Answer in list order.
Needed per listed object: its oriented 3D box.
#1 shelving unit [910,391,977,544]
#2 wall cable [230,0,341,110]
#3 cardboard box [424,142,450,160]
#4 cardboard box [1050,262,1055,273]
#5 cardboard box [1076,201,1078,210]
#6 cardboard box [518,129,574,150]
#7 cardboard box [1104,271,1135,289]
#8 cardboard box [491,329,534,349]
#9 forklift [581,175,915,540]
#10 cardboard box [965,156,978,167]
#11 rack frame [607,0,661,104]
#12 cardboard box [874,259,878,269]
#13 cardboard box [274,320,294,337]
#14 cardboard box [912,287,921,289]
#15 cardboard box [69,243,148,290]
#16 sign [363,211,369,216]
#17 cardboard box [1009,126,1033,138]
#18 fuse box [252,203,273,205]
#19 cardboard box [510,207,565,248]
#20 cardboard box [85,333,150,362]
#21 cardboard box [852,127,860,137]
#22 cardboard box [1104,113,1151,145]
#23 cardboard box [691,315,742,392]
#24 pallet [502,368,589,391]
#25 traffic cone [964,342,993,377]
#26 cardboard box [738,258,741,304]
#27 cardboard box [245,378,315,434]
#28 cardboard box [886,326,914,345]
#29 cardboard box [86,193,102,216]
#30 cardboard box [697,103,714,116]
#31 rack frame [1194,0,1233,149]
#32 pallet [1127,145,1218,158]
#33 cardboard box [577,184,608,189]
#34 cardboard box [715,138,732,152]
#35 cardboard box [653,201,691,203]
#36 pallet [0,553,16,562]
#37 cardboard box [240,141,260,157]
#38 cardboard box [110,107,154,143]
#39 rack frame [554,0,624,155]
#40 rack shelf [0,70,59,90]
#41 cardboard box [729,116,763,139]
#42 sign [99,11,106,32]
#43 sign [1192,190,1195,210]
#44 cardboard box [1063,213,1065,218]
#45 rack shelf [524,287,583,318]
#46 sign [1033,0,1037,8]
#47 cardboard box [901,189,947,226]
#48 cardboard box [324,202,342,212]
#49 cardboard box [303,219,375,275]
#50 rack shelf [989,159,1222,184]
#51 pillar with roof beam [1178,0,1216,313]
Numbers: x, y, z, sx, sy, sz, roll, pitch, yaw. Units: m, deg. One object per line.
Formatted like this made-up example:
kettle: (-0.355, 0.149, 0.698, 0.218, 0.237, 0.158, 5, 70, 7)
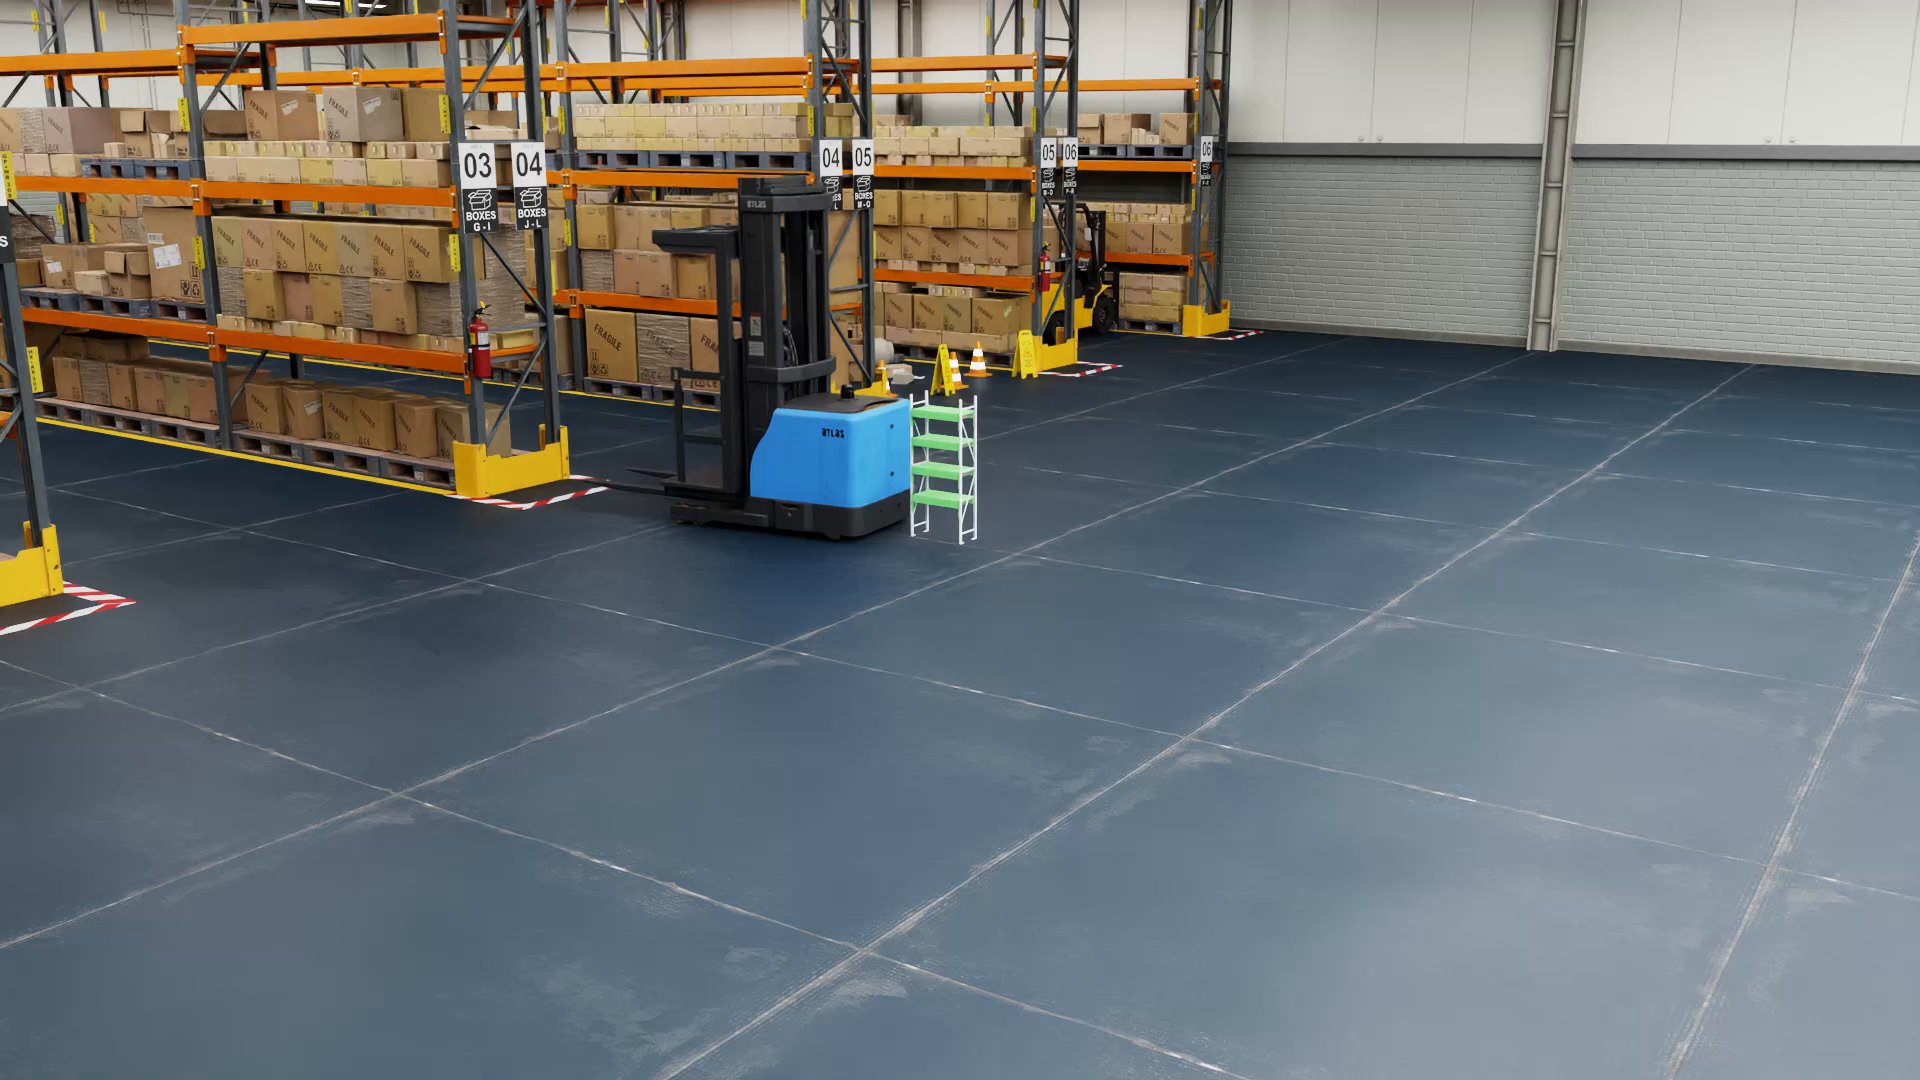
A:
shelving unit: (-0.137, -0.605, 13.769, 0.503, 1.200, 0.258, 9, 17, 33)
wall cable: (-14.817, -10.424, 37.128, 0.133, 3.039, 2.988, 9, 17, 33)
cardboard box: (-4.607, -3.517, 15.029, 0.250, 0.149, 0.380, 9, 17, 33)
cardboard box: (1.162, -3.906, 23.884, 0.250, 0.149, 0.380, 9, 17, 33)
cardboard box: (1.989, -5.717, 28.498, 0.250, 0.149, 0.380, 9, 17, 33)
cardboard box: (-5.345, -5.176, 21.477, 0.500, 0.250, 0.500, 9, 17, 33)
cardboard box: (2.688, -4.419, 28.198, 0.500, 0.250, 0.500, 9, 17, 34)
cardboard box: (-4.306, -1.929, 15.897, 0.250, 0.149, 0.380, 9, 17, 33)
forklift: (-1.938, -1.649, 14.387, 3.031, 2.935, 1.130, 7, 16, 26)
cardboard box: (0.277, -5.384, 23.611, 0.250, 0.149, 0.380, 9, 17, 33)
rack frame: (-5.310, -7.926, 27.116, 0.127, 3.000, 1.000, 9, 17, 33)
cardboard box: (-1.246, -4.157, 24.894, 0.250, 0.149, 0.380, 10, 17, 35)
cardboard box: (-6.690, -2.154, 16.804, 0.250, 0.149, 0.380, 9, 17, 33)
cardboard box: (-0.927, -3.617, 25.481, 0.500, 0.500, 0.500, 10, 17, 34)
cardboard box: (-9.851, -3.171, 19.310, 0.500, 0.500, 0.700, 12, 19, 41)
sign: (-8.283, -4.428, 23.223, 0.005, 0.325, 0.100, 9, 17, 33)
cardboard box: (0.883, -5.649, 23.022, 0.250, 0.149, 0.380, 9, 17, 33)
fuse box: (-15.346, -6.613, 36.975, 0.414, 1.711, 0.539, 9, 17, 33)
cardboard box: (-5.512, -4.145, 22.037, 0.500, 0.500, 0.700, 9, 16, 32)
cardboard box: (-9.822, -2.250, 19.394, 0.500, 0.250, 0.500, 12, 18, 39)
cardboard box: (-1.465, -6.025, 24.542, 0.250, 0.149, 0.380, 9, 16, 31)
cardboard box: (2.798, -6.857, 27.747, 0.500, 0.500, 0.700, 9, 17, 33)
cardboard box: (-2.681, -2.309, 20.455, 0.875, 0.875, 0.875, 9, 16, 32)
pallet: (-5.352, -2.212, 22.320, 1.213, 0.211, 1.003, 9, 17, 33)
traffic cone: (0.252, -2.510, 23.002, 0.334, 0.463, 0.336, 9, 17, 33)
cardboard box: (-2.152, -3.124, 19.888, 0.550, 0.550, 0.875, 9, 17, 33)
cardboard box: (-7.212, -1.431, 17.689, 0.500, 0.500, 0.500, 9, 16, 31)
cardboard box: (-0.761, -3.074, 24.847, 0.500, 0.250, 0.500, 9, 16, 32)
cardboard box: (-13.980, -5.585, 27.236, 0.500, 0.500, 0.500, 10, 17, 34)
cardboard box: (-2.874, -5.063, 19.571, 0.250, 0.149, 0.380, 9, 16, 32)
rack frame: (4.096, -7.844, 26.782, 0.127, 3.000, 1.000, 9, 17, 33)
pallet: (3.524, -6.445, 27.557, 1.213, 0.211, 1.003, 9, 17, 33)
cardboard box: (-7.710, -7.197, 34.788, 0.500, 0.500, 0.500, 10, 17, 34)
cardboard box: (-2.660, -4.641, 19.527, 0.250, 0.149, 0.380, 9, 16, 32)
cardboard box: (-4.629, -5.236, 27.032, 0.500, 0.500, 0.500, 10, 17, 36)
pallet: (-7.727, 0.265, 12.314, 1.213, 0.211, 1.003, 9, 17, 33)
cardboard box: (-6.951, -3.911, 16.619, 0.250, 0.149, 0.380, 9, 17, 33)
cardboard box: (-9.471, -4.635, 18.816, 0.500, 0.500, 0.500, 10, 17, 34)
rack frame: (-4.669, -6.389, 20.907, 0.127, 3.000, 1.000, 9, 17, 33)
rack shelf: (-12.500, -5.675, 20.352, 4.000, 0.370, 1.077, 9, 17, 33)
cardboard box: (-2.327, -4.798, 19.332, 0.500, 0.250, 0.500, 9, 17, 33)
sign: (-14.300, -8.637, 27.713, 0.005, 0.325, 0.100, 9, 17, 33)
sign: (3.781, -5.502, 26.906, 0.005, 0.325, 0.100, 9, 17, 33)
cardboard box: (1.940, -5.559, 28.479, 0.250, 0.149, 0.380, 9, 16, 31)
rack shelf: (-6.329, -3.396, 22.798, 4.000, 0.370, 1.077, 9, 17, 33)
sign: (1.002, -7.276, 22.215, 0.005, 0.325, 0.100, 9, 17, 33)
cardboard box: (-0.450, -4.857, 24.292, 0.500, 0.500, 0.700, 9, 17, 32)
cardboard box: (-11.708, -6.500, 31.549, 0.500, 0.500, 0.500, 9, 16, 32)
cardboard box: (-6.038, -2.870, 16.268, 0.500, 0.500, 0.500, 9, 17, 33)
rack shelf: (2.436, -6.307, 28.312, 4.000, 0.370, 1.077, 9, 17, 33)
pillar with roof beam: (1.618, -7.258, 24.418, 0.400, 9.000, 9.100, 9, 17, 33)
